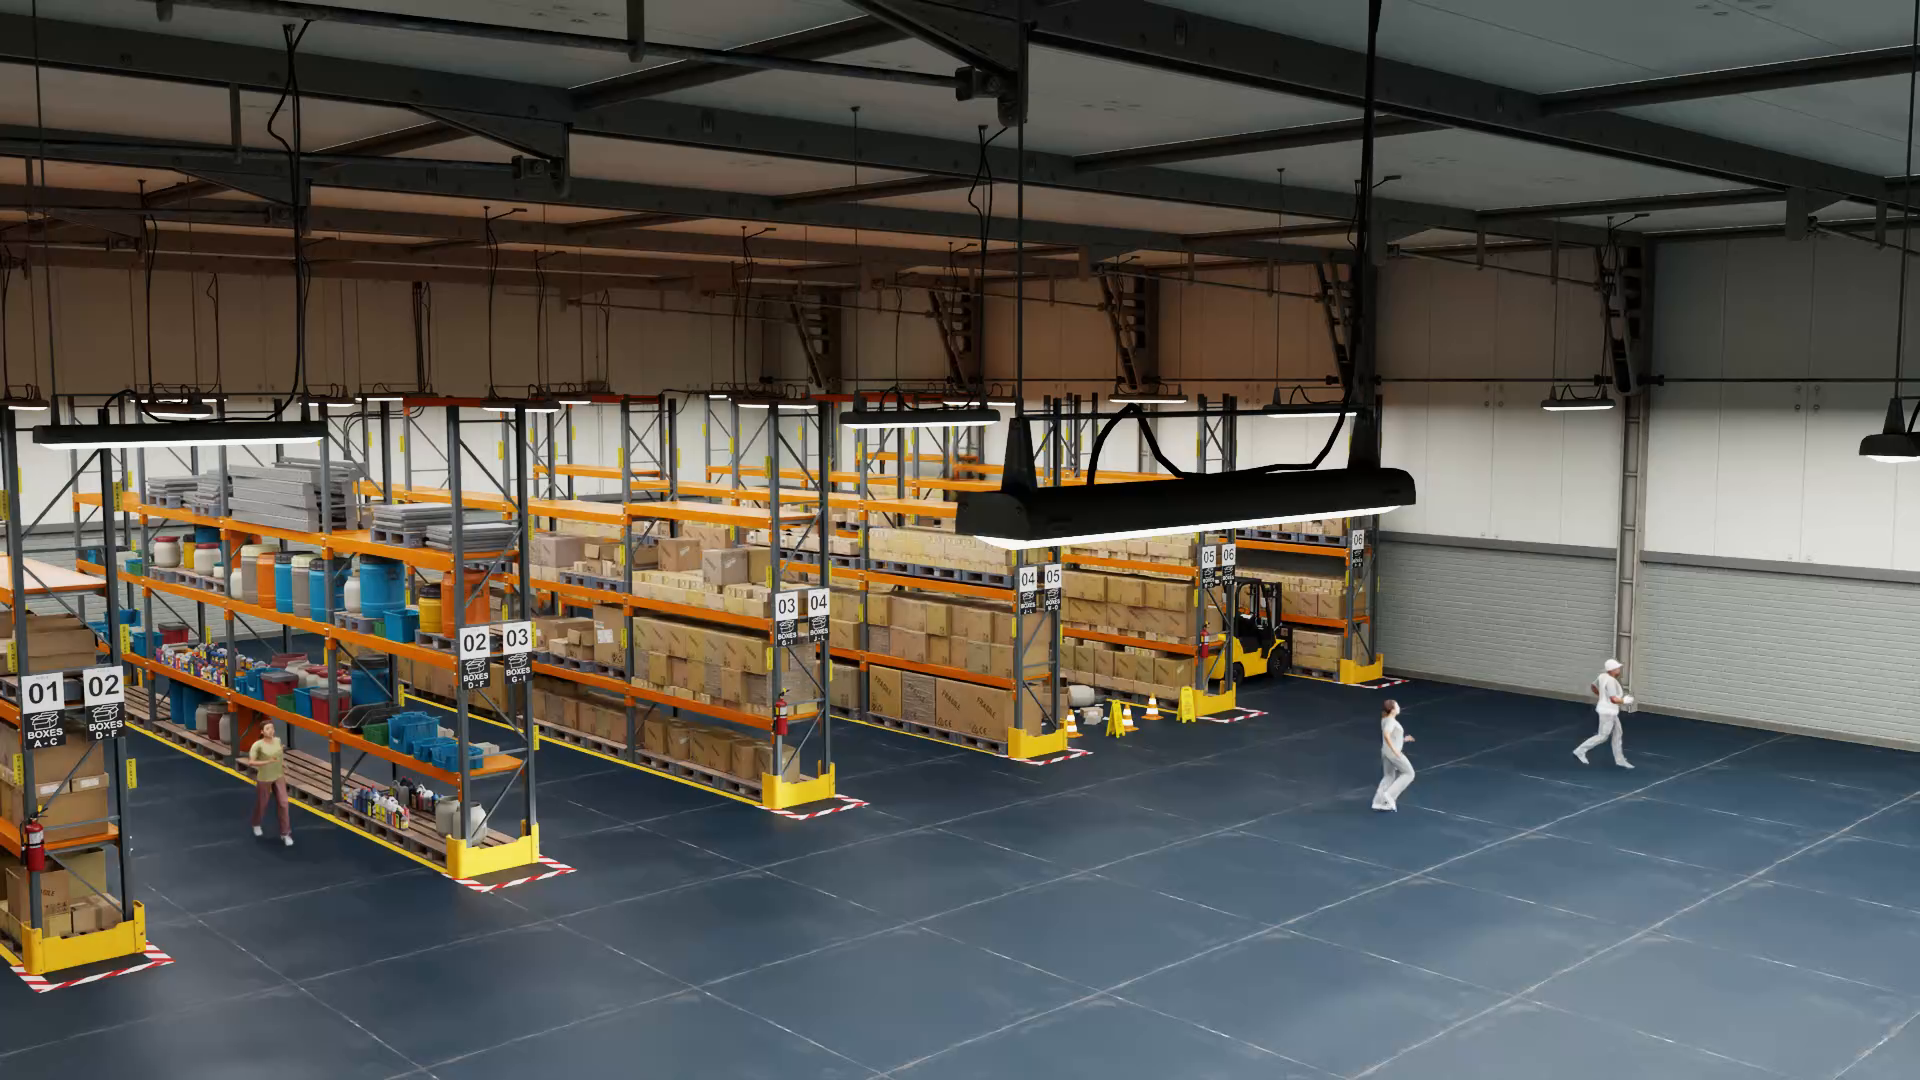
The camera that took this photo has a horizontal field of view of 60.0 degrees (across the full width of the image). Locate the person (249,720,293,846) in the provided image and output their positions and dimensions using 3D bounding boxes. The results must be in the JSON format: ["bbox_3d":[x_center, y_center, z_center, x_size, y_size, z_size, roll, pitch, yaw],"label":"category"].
[{"bbox_3d":[-9.425,3.280,22.701,0.952,1.670,0.568,5,8,43],"label":"person"}]

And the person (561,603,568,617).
[{"bbox_3d":[-8.103,2.175,33.729,0.974,1.798,0.618,4,7,38],"label":"person"}]

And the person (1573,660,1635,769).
[{"bbox_3d":[10.487,2.827,27.032,0.997,1.793,0.694,1,6,11],"label":"person"}]

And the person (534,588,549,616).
[{"bbox_3d":[-10.297,1.555,40.967,0.584,1.647,0.698,-2,6,-15],"label":"person"}]

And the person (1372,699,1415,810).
[{"bbox_3d":[6.369,3.146,24.378,0.628,1.635,0.546,-1,6,-9],"label":"person"}]
